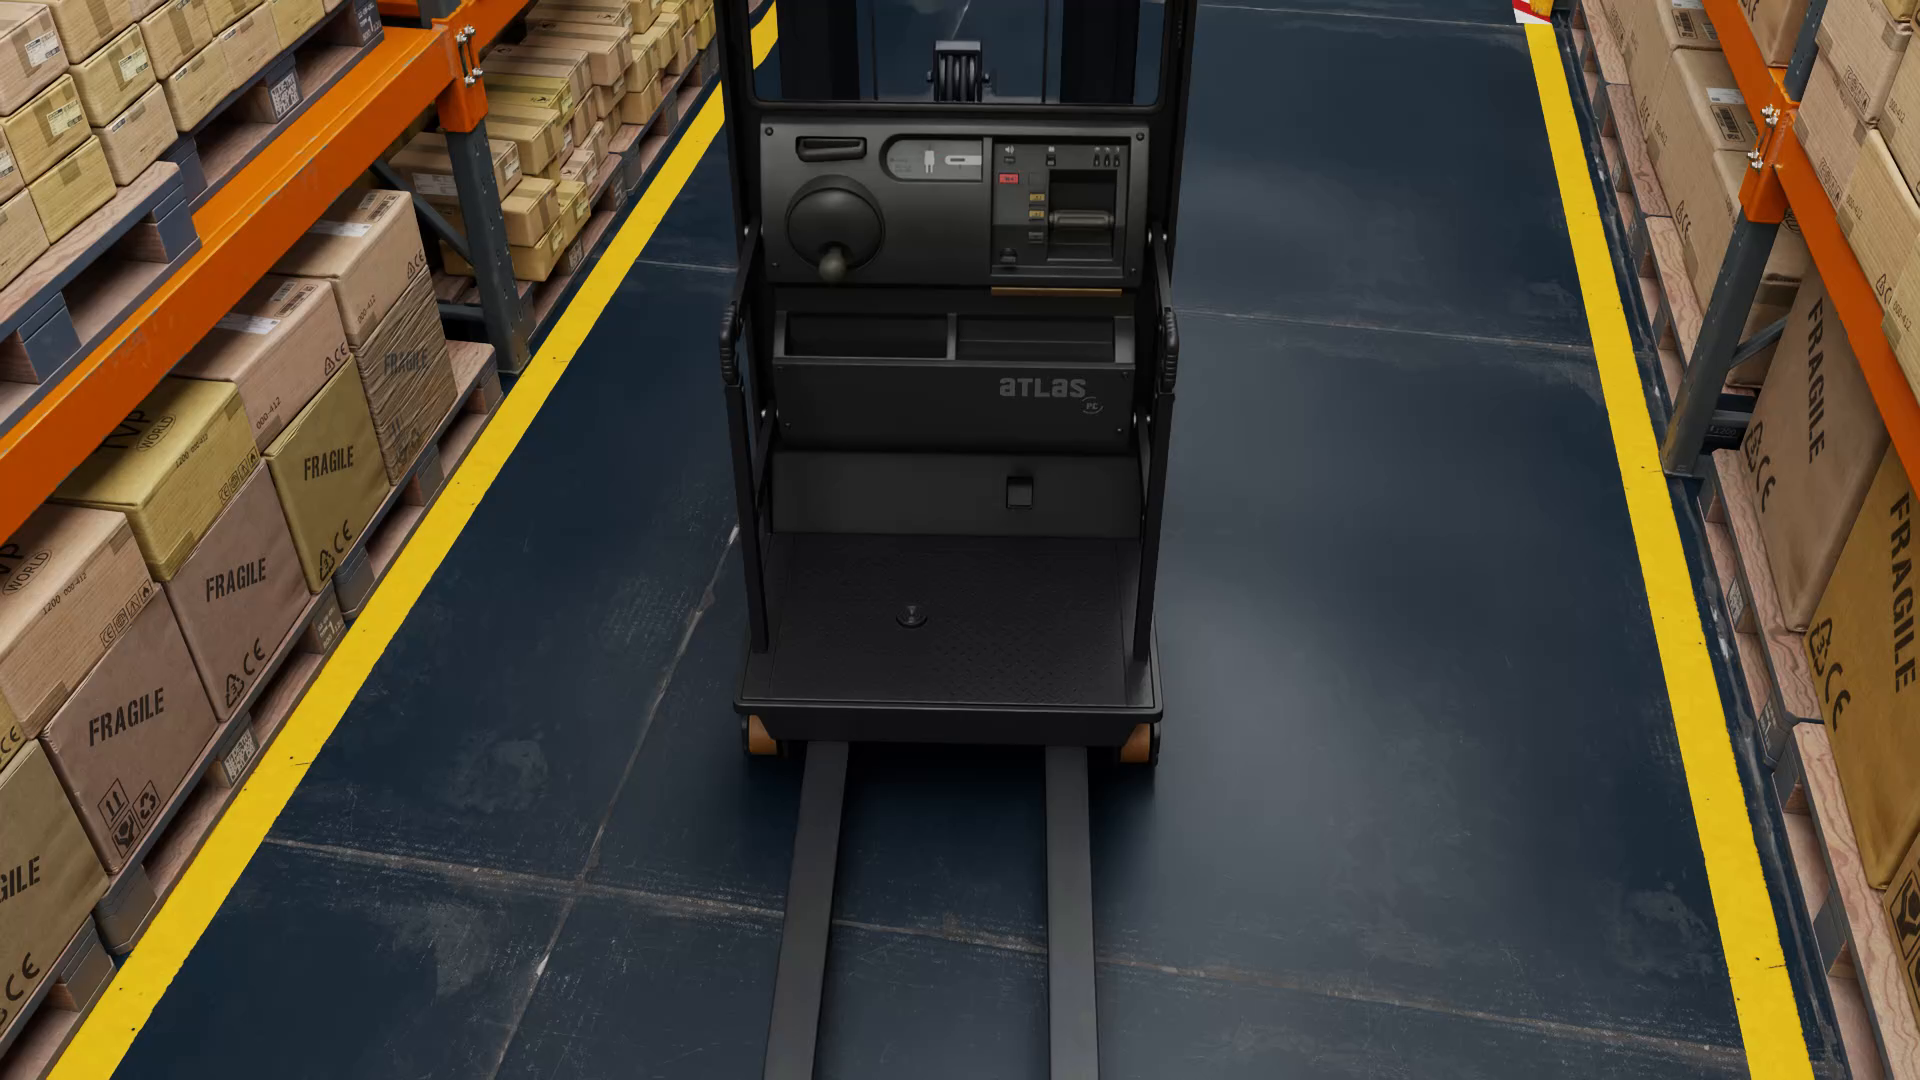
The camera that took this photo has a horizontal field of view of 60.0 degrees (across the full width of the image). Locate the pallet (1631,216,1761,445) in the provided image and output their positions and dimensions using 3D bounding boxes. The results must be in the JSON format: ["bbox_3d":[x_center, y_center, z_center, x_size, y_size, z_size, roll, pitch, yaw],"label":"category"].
[{"bbox_3d":[3.041,-0.744,5.984,1.003,0.211,1.213,6,40,8],"label":"pallet"}]

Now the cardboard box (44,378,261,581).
[{"bbox_3d":[-2.120,-0.170,4.145,0.500,0.250,0.500,5,40,6],"label":"cardboard box"}]

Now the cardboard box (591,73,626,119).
[{"bbox_3d":[-1.600,-1.867,6.828,0.380,0.149,0.250,8,40,10],"label":"cardboard box"}]

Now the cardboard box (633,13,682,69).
[{"bbox_3d":[-1.427,-2.170,7.195,0.380,0.149,0.250,7,40,8],"label":"cardboard box"}]

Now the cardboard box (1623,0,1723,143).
[{"bbox_3d":[3.358,-2.034,7.037,0.875,0.438,0.875,7,40,9],"label":"cardboard box"}]

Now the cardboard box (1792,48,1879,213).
[{"bbox_3d":[2.496,-1.045,4.278,0.500,0.250,0.500,6,40,7],"label":"cardboard box"}]

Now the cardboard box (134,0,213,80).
[{"bbox_3d":[-2.068,-1.247,4.039,0.380,0.149,0.250,5,40,6],"label":"cardboard box"}]

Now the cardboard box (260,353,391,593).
[{"bbox_3d":[-2.030,-0.216,4.790,0.500,0.500,0.500,6,40,7],"label":"cardboard box"}]

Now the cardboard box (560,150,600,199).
[{"bbox_3d":[-1.643,-1.417,6.518,0.380,0.149,0.250,6,40,7],"label":"cardboard box"}]

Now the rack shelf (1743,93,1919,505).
[{"bbox_3d":[2.486,0.183,3.240,1.077,0.370,4.000,6,40,8],"label":"rack shelf"}]

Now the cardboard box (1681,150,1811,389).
[{"bbox_3d":[3.046,-0.906,5.673,0.875,0.438,0.875,6,40,7],"label":"cardboard box"}]

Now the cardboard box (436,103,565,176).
[{"bbox_3d":[-1.691,-1.484,6.132,0.380,0.149,0.250,8,40,10],"label":"cardboard box"}]

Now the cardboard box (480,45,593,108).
[{"bbox_3d":[-1.673,-1.815,6.532,0.380,0.149,0.250,5,40,7],"label":"cardboard box"}]

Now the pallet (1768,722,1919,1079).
[{"bbox_3d":[2.564,0.985,3.893,1.003,0.211,1.213,6,40,8],"label":"pallet"}]

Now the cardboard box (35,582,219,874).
[{"bbox_3d":[-2.211,0.425,4.014,0.500,0.500,0.500,5,40,7],"label":"cardboard box"}]

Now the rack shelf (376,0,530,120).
[{"bbox_3d":[-1.715,-2.810,6.859,1.077,0.370,4.000,6,40,8],"label":"rack shelf"}]

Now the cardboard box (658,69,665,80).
[{"bbox_3d":[-1.527,-2.080,7.320,0.380,0.149,0.250,7,40,9],"label":"cardboard box"}]

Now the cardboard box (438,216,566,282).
[{"bbox_3d":[-1.681,-1.088,6.120,0.380,0.149,0.250,5,40,6],"label":"cardboard box"}]

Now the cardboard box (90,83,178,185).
[{"bbox_3d":[-2.110,-0.974,3.942,0.380,0.149,0.250,5,40,6],"label":"cardboard box"}]

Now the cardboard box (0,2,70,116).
[{"bbox_3d":[-2.164,-1.035,3.549,0.380,0.149,0.250,5,40,6],"label":"cardboard box"}]

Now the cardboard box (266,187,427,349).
[{"bbox_3d":[-1.941,-0.824,4.937,0.500,0.250,0.500,5,40,6],"label":"cardboard box"}]

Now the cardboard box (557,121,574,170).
[{"bbox_3d":[-1.721,-1.528,6.418,0.380,0.149,0.250,6,40,7],"label":"cardboard box"}]

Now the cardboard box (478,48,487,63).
[{"bbox_3d":[-2.093,-1.853,6.578,0.380,0.149,0.250,8,40,9],"label":"cardboard box"}]

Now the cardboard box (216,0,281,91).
[{"bbox_3d":[-2.024,-1.307,4.344,0.380,0.149,0.250,6,40,8],"label":"cardboard box"}]

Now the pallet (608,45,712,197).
[{"bbox_3d":[-1.771,-1.951,7.444,1.003,0.211,1.213,6,40,8],"label":"pallet"}]

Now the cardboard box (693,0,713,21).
[{"bbox_3d":[-1.344,-2.505,7.600,0.380,0.149,0.250,7,40,8],"label":"cardboard box"}]

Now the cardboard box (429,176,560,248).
[{"bbox_3d":[-1.683,-1.202,6.024,0.380,0.149,0.250,8,40,10],"label":"cardboard box"}]

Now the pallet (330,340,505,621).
[{"bbox_3d":[-2.194,-0.269,5.409,1.003,0.211,1.213,6,40,8],"label":"pallet"}]

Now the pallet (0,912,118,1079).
[{"bbox_3d":[-2.616,1.263,3.557,1.003,0.211,1.213,6,40,8],"label":"pallet"}]

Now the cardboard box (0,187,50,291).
[{"bbox_3d":[-2.203,-0.641,3.539,0.380,0.149,0.250,5,40,6],"label":"cardboard box"}]

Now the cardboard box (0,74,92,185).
[{"bbox_3d":[-2.160,-0.913,3.634,0.380,0.149,0.250,7,40,8],"label":"cardboard box"}]

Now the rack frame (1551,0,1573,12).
[{"bbox_3d":[3.524,-3.860,7.565,1.000,3.000,0.127,6,40,8],"label":"rack frame"}]

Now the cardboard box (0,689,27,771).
[{"bbox_3d":[-2.307,0.466,3.376,0.500,0.250,0.500,6,40,7],"label":"cardboard box"}]

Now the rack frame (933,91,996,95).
[{"bbox_3d":[0.013,-1.008,5.625,0.200,1.050,0.008,1,36,2],"label":"rack frame"}]

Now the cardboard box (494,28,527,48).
[{"bbox_3d":[-2.025,-2.059,7.060,0.380,0.149,0.250,5,40,6],"label":"cardboard box"}]

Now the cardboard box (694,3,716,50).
[{"bbox_3d":[-1.342,-2.400,7.707,0.380,0.149,0.250,5,40,6],"label":"cardboard box"}]

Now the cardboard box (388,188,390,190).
[{"bbox_3d":[-2.285,-1.414,6.280,0.380,0.149,0.250,5,40,6],"label":"cardboard box"}]

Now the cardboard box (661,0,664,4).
[{"bbox_3d":[-1.484,-2.463,7.316,0.380,0.149,0.250,5,40,6],"label":"cardboard box"}]

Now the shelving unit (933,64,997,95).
[{"bbox_3d":[0.018,-1.081,5.723,0.215,1.050,0.252,1,36,2],"label":"shelving unit"}]

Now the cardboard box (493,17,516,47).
[{"bbox_3d":[-2.102,-2.203,7.002,0.380,0.149,0.250,5,40,6],"label":"cardboard box"}]

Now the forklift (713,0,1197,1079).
[{"bbox_3d":[-0.019,-0.733,3.836,1.130,2.935,3.031,1,40,1],"label":"forklift"}]

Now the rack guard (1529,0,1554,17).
[{"bbox_3d":[3.528,-2.912,8.380,1.175,0.500,0.348,6,40,8],"label":"rack guard"}]

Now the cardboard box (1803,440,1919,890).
[{"bbox_3d":[2.655,0.273,3.904,0.875,0.875,0.875,7,40,9],"label":"cardboard box"}]

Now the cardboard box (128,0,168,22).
[{"bbox_3d":[-2.075,-1.358,3.939,0.380,0.149,0.250,6,40,8],"label":"cardboard box"}]

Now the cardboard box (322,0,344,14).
[{"bbox_3d":[-1.935,-1.626,4.730,0.380,0.149,0.250,6,40,7],"label":"cardboard box"}]

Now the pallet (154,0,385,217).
[{"bbox_3d":[-2.336,-1.295,4.612,1.003,0.211,1.213,6,40,8],"label":"pallet"}]

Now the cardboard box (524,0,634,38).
[{"bbox_3d":[-1.583,-2.145,6.932,0.380,0.149,0.250,5,40,6],"label":"cardboard box"}]

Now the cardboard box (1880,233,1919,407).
[{"bbox_3d":[2.304,-0.400,3.498,0.500,0.250,0.500,6,40,7],"label":"cardboard box"}]

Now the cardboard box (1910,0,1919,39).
[{"bbox_3d":[2.412,-1.207,3.493,0.500,0.500,0.500,6,40,7],"label":"cardboard box"}]

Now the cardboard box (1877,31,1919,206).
[{"bbox_3d":[2.416,-0.909,3.721,0.500,0.250,0.500,7,40,8],"label":"cardboard box"}]

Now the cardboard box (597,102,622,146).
[{"bbox_3d":[-1.637,-1.755,6.926,0.380,0.149,0.250,5,40,6],"label":"cardboard box"}]

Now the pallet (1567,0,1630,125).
[{"bbox_3d":[3.463,-2.275,7.836,1.003,0.211,1.213,6,40,8],"label":"pallet"}]

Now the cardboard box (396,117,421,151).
[{"bbox_3d":[-2.250,-1.541,6.201,0.380,0.149,0.250,7,40,8],"label":"cardboard box"}]
